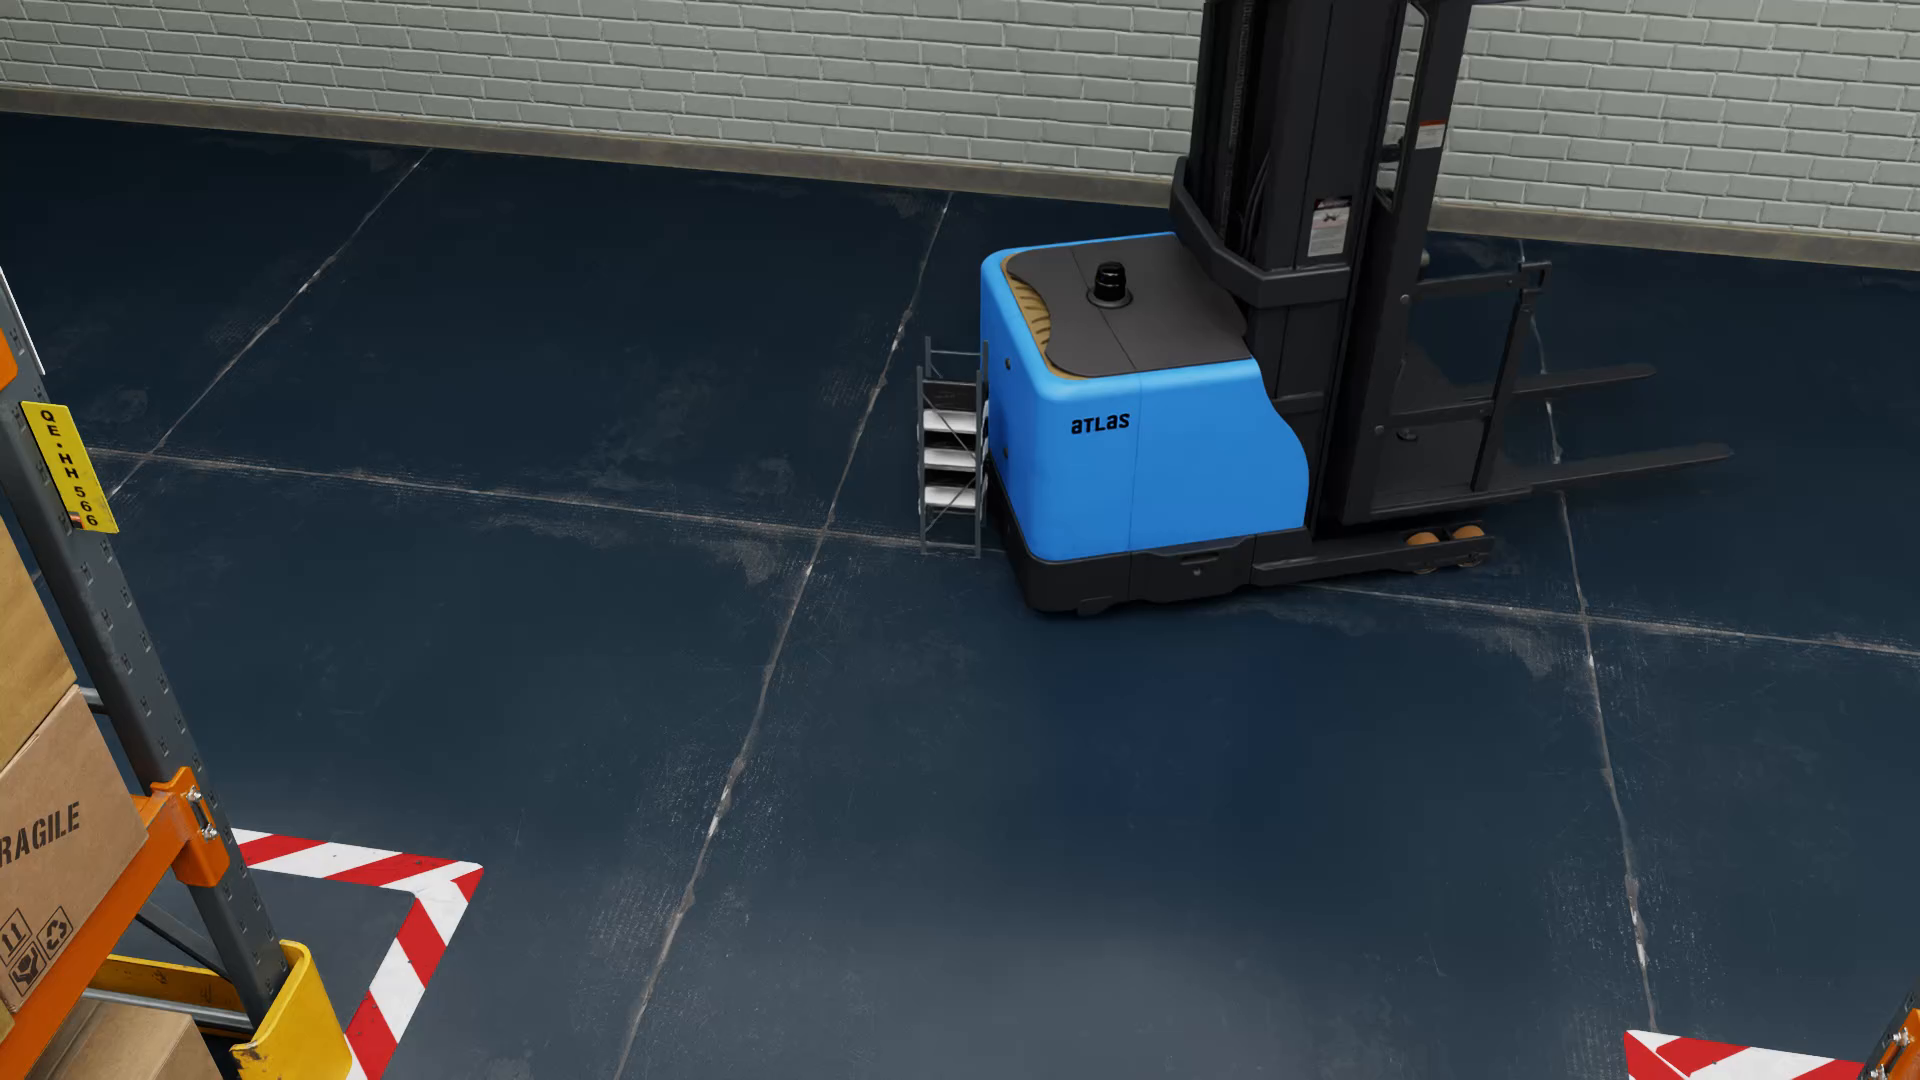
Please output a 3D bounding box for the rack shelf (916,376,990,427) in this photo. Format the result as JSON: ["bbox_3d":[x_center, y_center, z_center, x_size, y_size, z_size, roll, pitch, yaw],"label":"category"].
[{"bbox_3d":[-0.026,-0.528,6.311,0.258,0.077,0.200,5,40,6],"label":"rack shelf"}]

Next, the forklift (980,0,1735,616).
[{"bbox_3d":[1.638,-1.318,6.044,3.031,2.935,1.130,-8,40,-9],"label":"forklift"}]

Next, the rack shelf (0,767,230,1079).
[{"bbox_3d":[-2.714,1.881,2.685,1.077,0.370,4.000,6,40,8],"label":"rack shelf"}]

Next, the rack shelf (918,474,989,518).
[{"bbox_3d":[-0.025,-0.181,6.597,0.258,0.077,0.200,5,40,6],"label":"rack shelf"}]

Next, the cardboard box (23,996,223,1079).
[{"bbox_3d":[-2.220,1.511,4.184,0.500,0.500,0.500,6,40,8],"label":"cardboard box"}]

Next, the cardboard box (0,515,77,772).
[{"bbox_3d":[-2.175,0.235,3.249,0.500,0.500,0.500,6,40,7],"label":"cardboard box"}]

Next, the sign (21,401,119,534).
[{"bbox_3d":[-1.825,-0.145,3.415,0.100,0.325,0.005,6,40,8],"label":"sign"}]

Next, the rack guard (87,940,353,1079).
[{"bbox_3d":[-2.382,1.360,4.713,1.175,0.500,0.348,6,40,8],"label":"rack guard"}]

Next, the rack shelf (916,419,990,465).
[{"bbox_3d":[-0.025,-0.389,6.425,0.258,0.077,0.200,5,40,6],"label":"rack shelf"}]

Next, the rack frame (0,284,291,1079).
[{"bbox_3d":[-2.368,0.349,3.974,1.000,3.000,0.127,6,40,8],"label":"rack frame"}]

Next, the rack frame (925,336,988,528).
[{"bbox_3d":[-0.012,-0.410,6.539,0.240,0.900,0.006,5,40,6],"label":"rack frame"}]

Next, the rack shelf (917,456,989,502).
[{"bbox_3d":[-0.025,-0.250,6.540,0.258,0.077,0.200,5,40,6],"label":"rack shelf"}]

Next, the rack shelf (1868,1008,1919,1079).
[{"bbox_3d":[2.164,2.430,2.021,1.077,0.370,4.000,6,40,8],"label":"rack shelf"}]

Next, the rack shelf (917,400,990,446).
[{"bbox_3d":[-0.026,-0.459,6.368,0.258,0.077,0.200,5,40,6],"label":"rack shelf"}]

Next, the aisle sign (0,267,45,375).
[{"bbox_3d":[-2.055,-0.662,3.156,0.394,0.787,0.004,6,40,8],"label":"aisle sign"}]

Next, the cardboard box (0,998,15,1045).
[{"bbox_3d":[-2.264,0.948,3.171,0.500,0.500,0.500,7,40,8],"label":"cardboard box"}]

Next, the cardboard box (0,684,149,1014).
[{"bbox_3d":[-2.178,0.622,3.566,0.500,0.500,0.500,8,40,9],"label":"cardboard box"}]

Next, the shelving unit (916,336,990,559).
[{"bbox_3d":[-0.025,-0.345,6.461,0.258,0.900,0.210,5,40,6],"label":"shelving unit"}]

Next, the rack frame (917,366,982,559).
[{"bbox_3d":[-0.038,-0.281,6.383,0.240,0.900,0.006,5,40,6],"label":"rack frame"}]

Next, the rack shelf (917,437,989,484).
[{"bbox_3d":[-0.025,-0.320,6.482,0.258,0.077,0.200,5,40,6],"label":"rack shelf"}]

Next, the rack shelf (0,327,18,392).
[{"bbox_3d":[-2.714,0.725,1.729,1.077,0.370,4.000,6,40,8],"label":"rack shelf"}]
